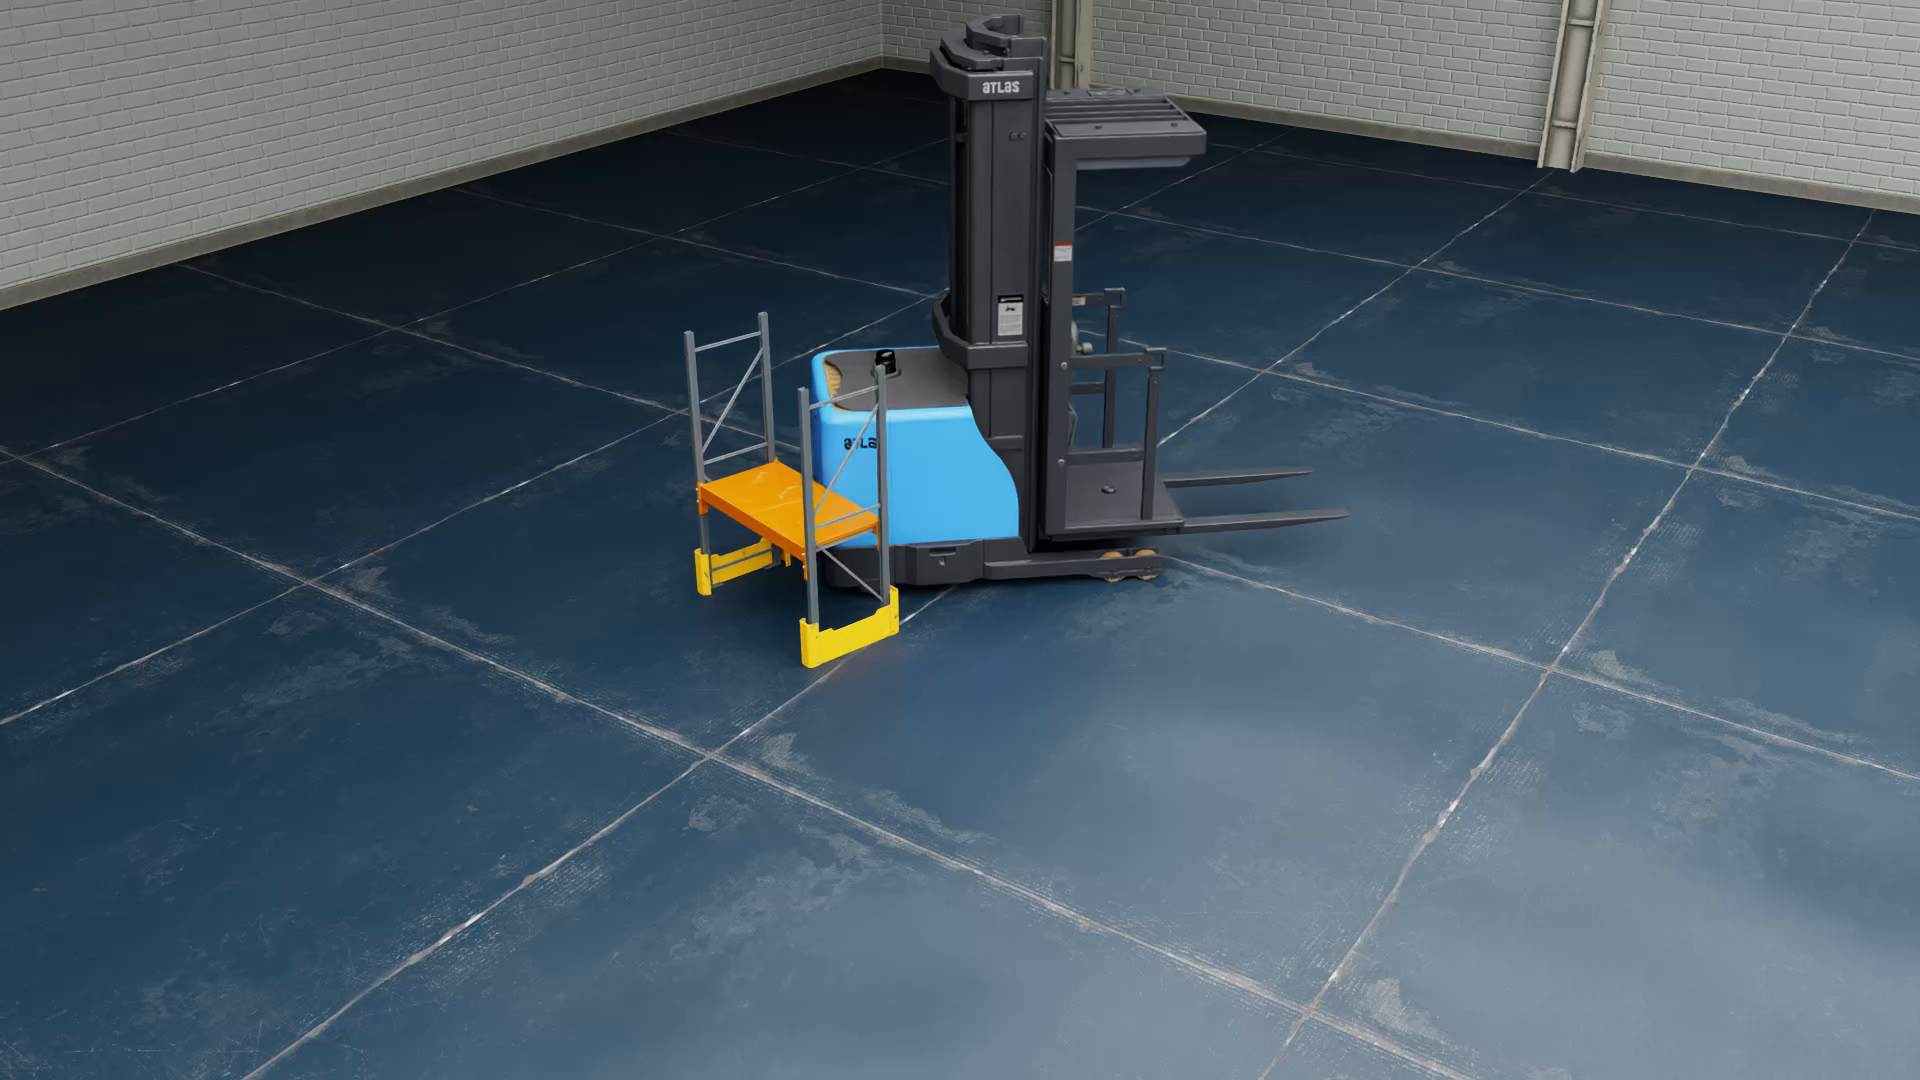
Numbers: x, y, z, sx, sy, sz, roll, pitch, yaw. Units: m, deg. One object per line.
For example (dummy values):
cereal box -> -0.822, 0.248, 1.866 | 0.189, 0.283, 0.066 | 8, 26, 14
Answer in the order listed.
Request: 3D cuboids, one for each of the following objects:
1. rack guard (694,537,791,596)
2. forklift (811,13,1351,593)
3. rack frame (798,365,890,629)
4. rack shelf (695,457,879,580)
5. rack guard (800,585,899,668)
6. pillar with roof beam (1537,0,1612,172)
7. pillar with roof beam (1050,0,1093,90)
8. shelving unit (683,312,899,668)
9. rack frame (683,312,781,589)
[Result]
rack guard -> -1.207, 0.099, 9.280 | 0.587, 0.250, 0.087 | -21, 34, -35
forklift -> 0.699, -1.307, 9.086 | 3.031, 2.935, 1.130 | -4, 27, -7
rack frame -> -0.566, -0.112, 8.316 | 0.500, 1.500, 0.032 | -21, 34, -35
rack shelf -> -0.893, -0.128, 8.744 | 0.538, 0.185, 1.000 | -21, 34, -35
rack guard -> -0.566, 0.445, 8.600 | 0.587, 0.250, 0.087 | -21, 34, -35
pillar with roof beam -> 3.858, -6.319, 12.246 | 0.400, 9.000, 9.100 | 17, 32, 30
pillar with roof beam -> -1.087, -7.860, 15.274 | 0.400, 9.000, 9.100 | 17, 32, 30
shelving unit -> -0.887, -0.285, 8.657 | 0.587, 1.500, 1.083 | -21, 34, -35
rack frame -> -1.220, -0.465, 9.010 | 0.500, 1.500, 0.032 | -21, 34, -35
